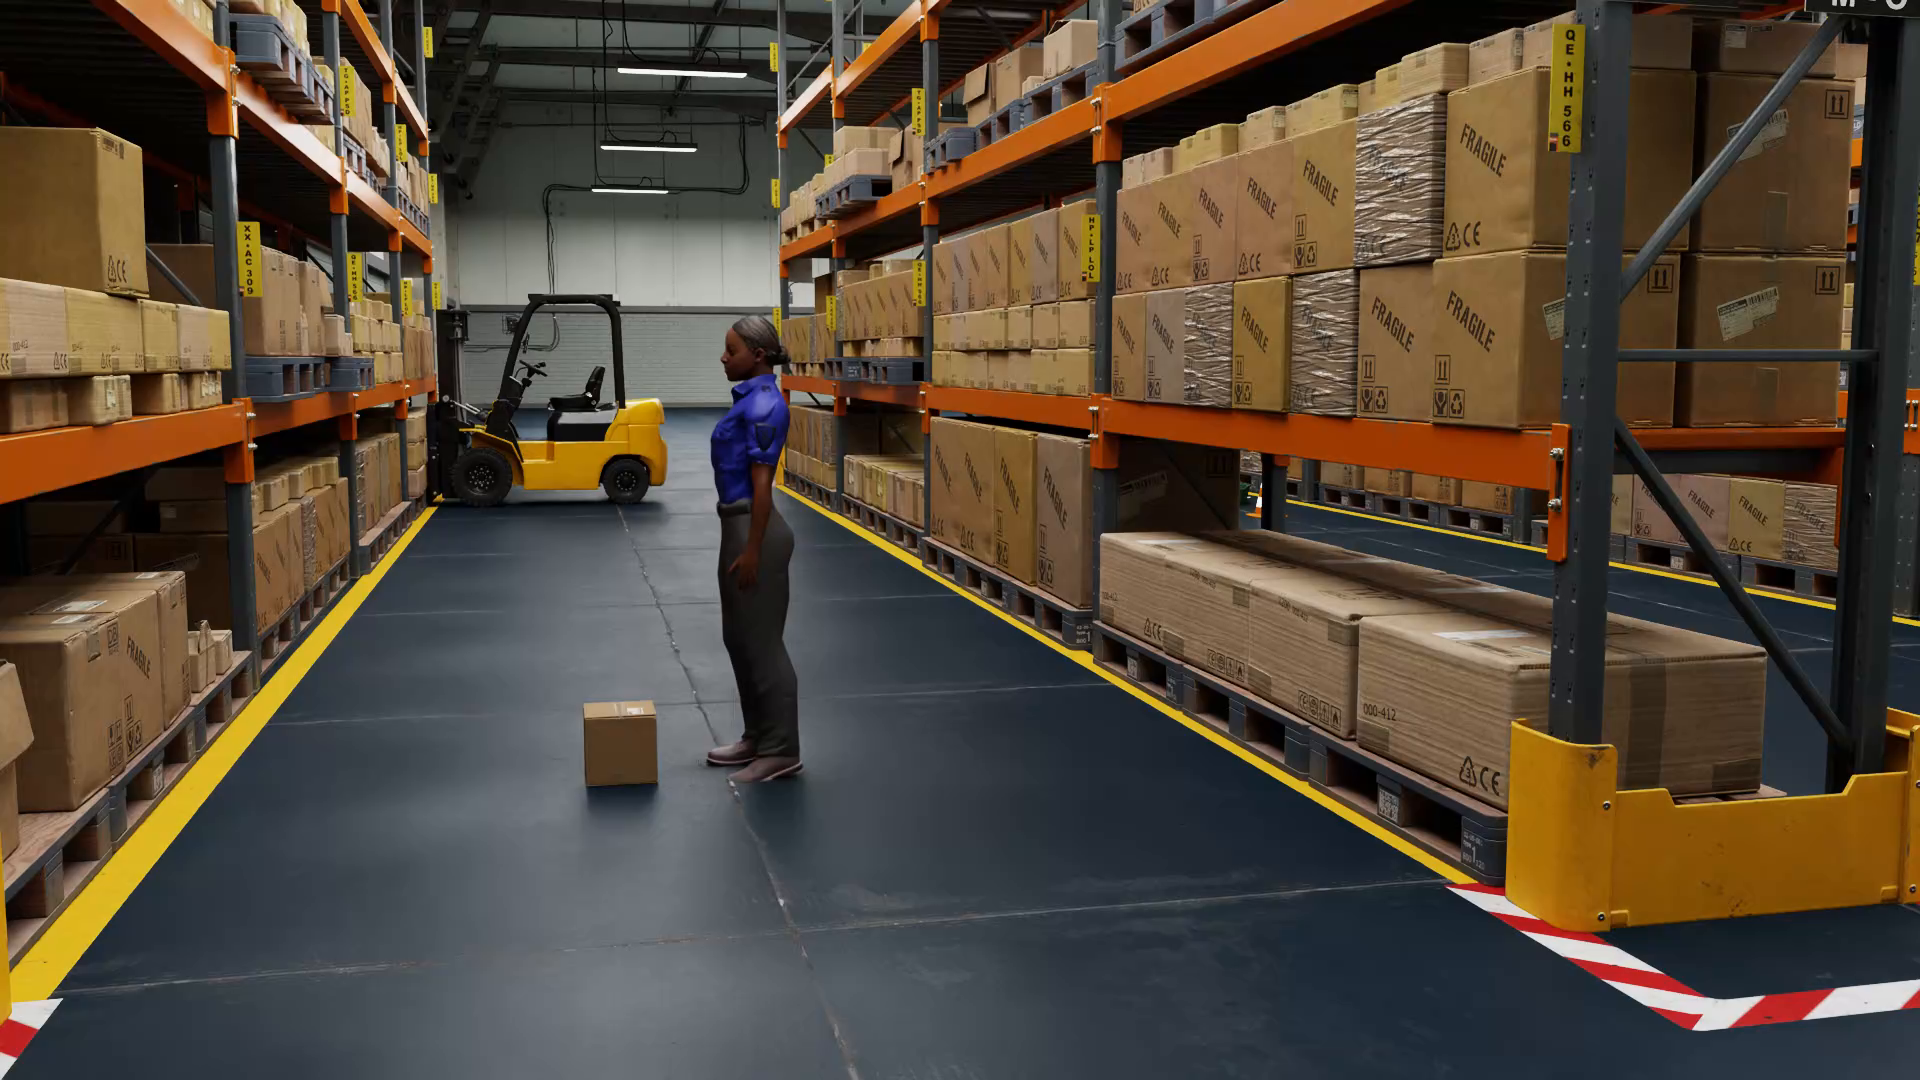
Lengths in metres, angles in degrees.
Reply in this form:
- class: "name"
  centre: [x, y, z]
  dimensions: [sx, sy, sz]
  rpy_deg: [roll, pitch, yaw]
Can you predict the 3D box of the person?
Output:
- class: "person"
  centre: [-0.754, 0.036, 6.017]
  dimensions: [0.333, 1.691, 0.438]
  rpy_deg: [-1, 6, -12]
